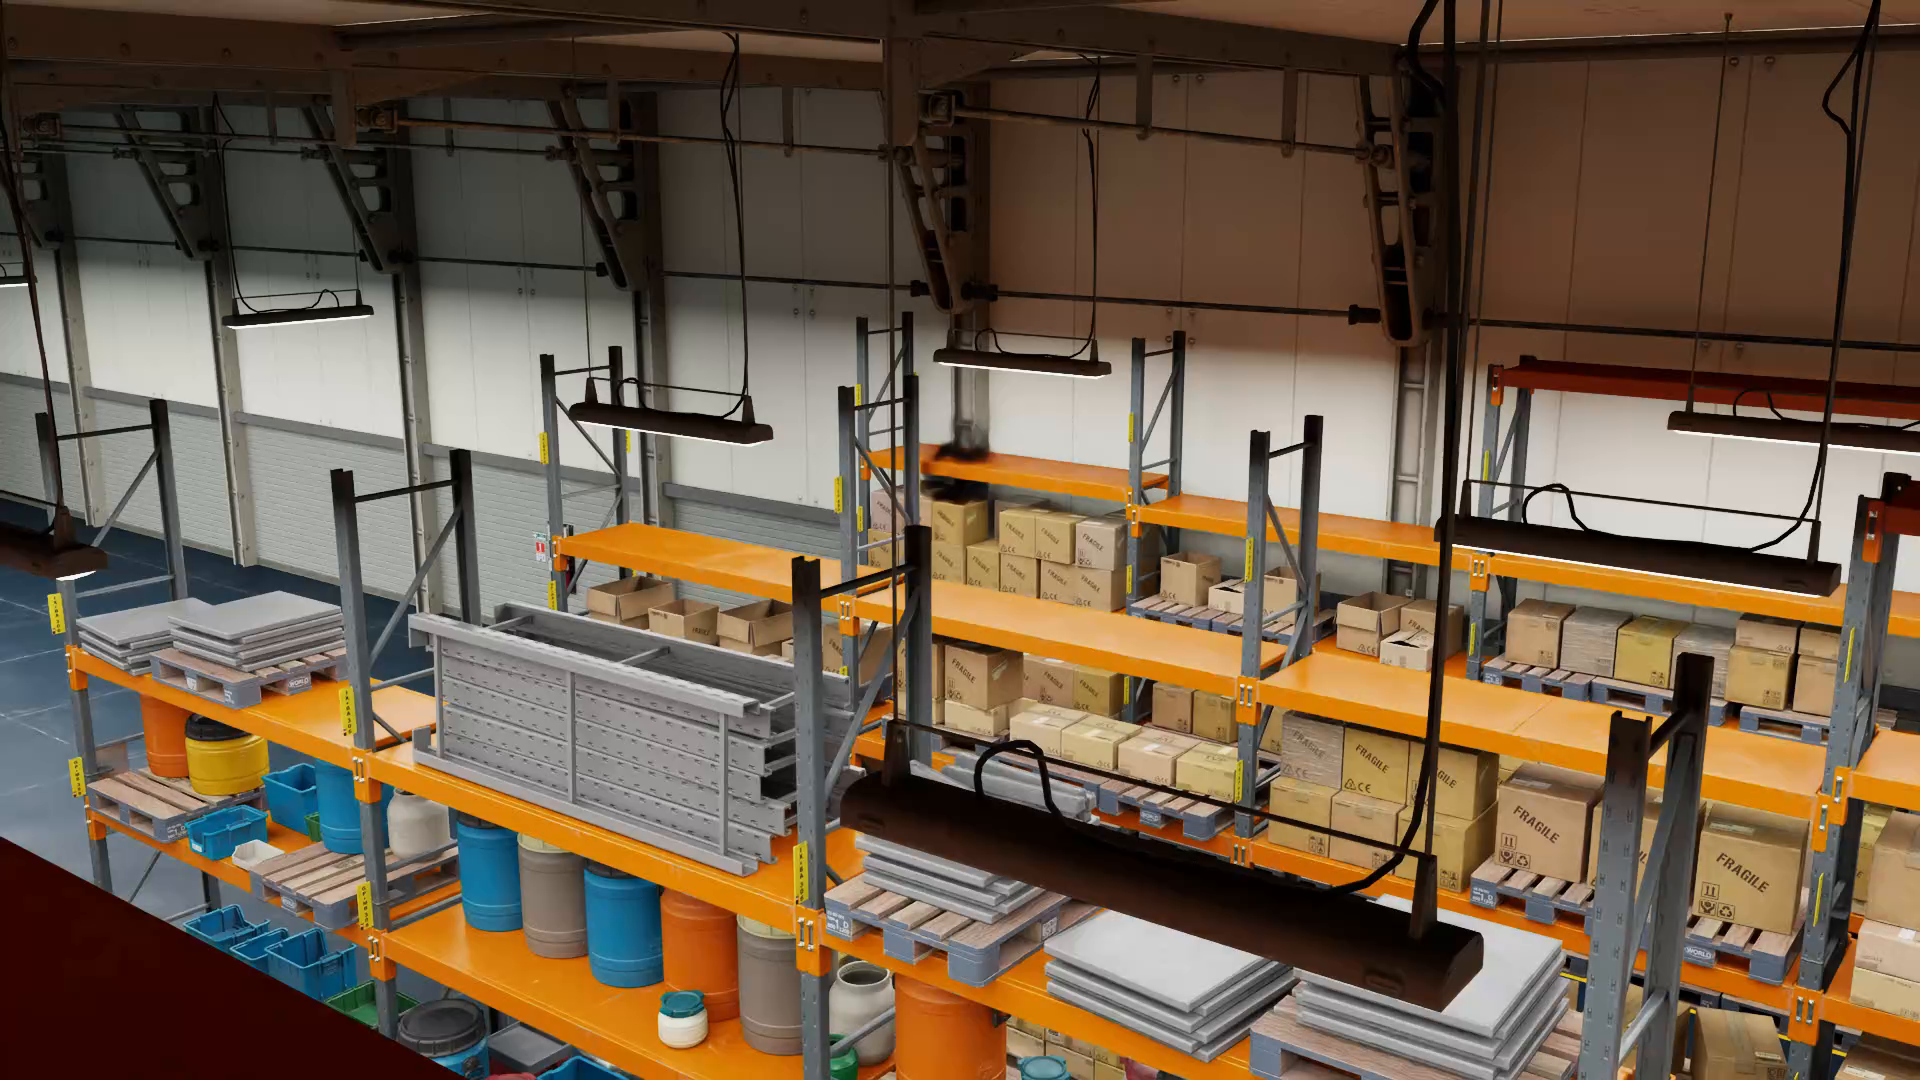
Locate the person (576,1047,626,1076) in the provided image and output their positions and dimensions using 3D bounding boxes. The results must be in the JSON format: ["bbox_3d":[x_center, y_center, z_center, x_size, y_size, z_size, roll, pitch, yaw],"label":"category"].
[{"bbox_3d":[-3.274,4.037,14.241,0.849,1.659,0.607,6,14,25],"label":"person"}]
